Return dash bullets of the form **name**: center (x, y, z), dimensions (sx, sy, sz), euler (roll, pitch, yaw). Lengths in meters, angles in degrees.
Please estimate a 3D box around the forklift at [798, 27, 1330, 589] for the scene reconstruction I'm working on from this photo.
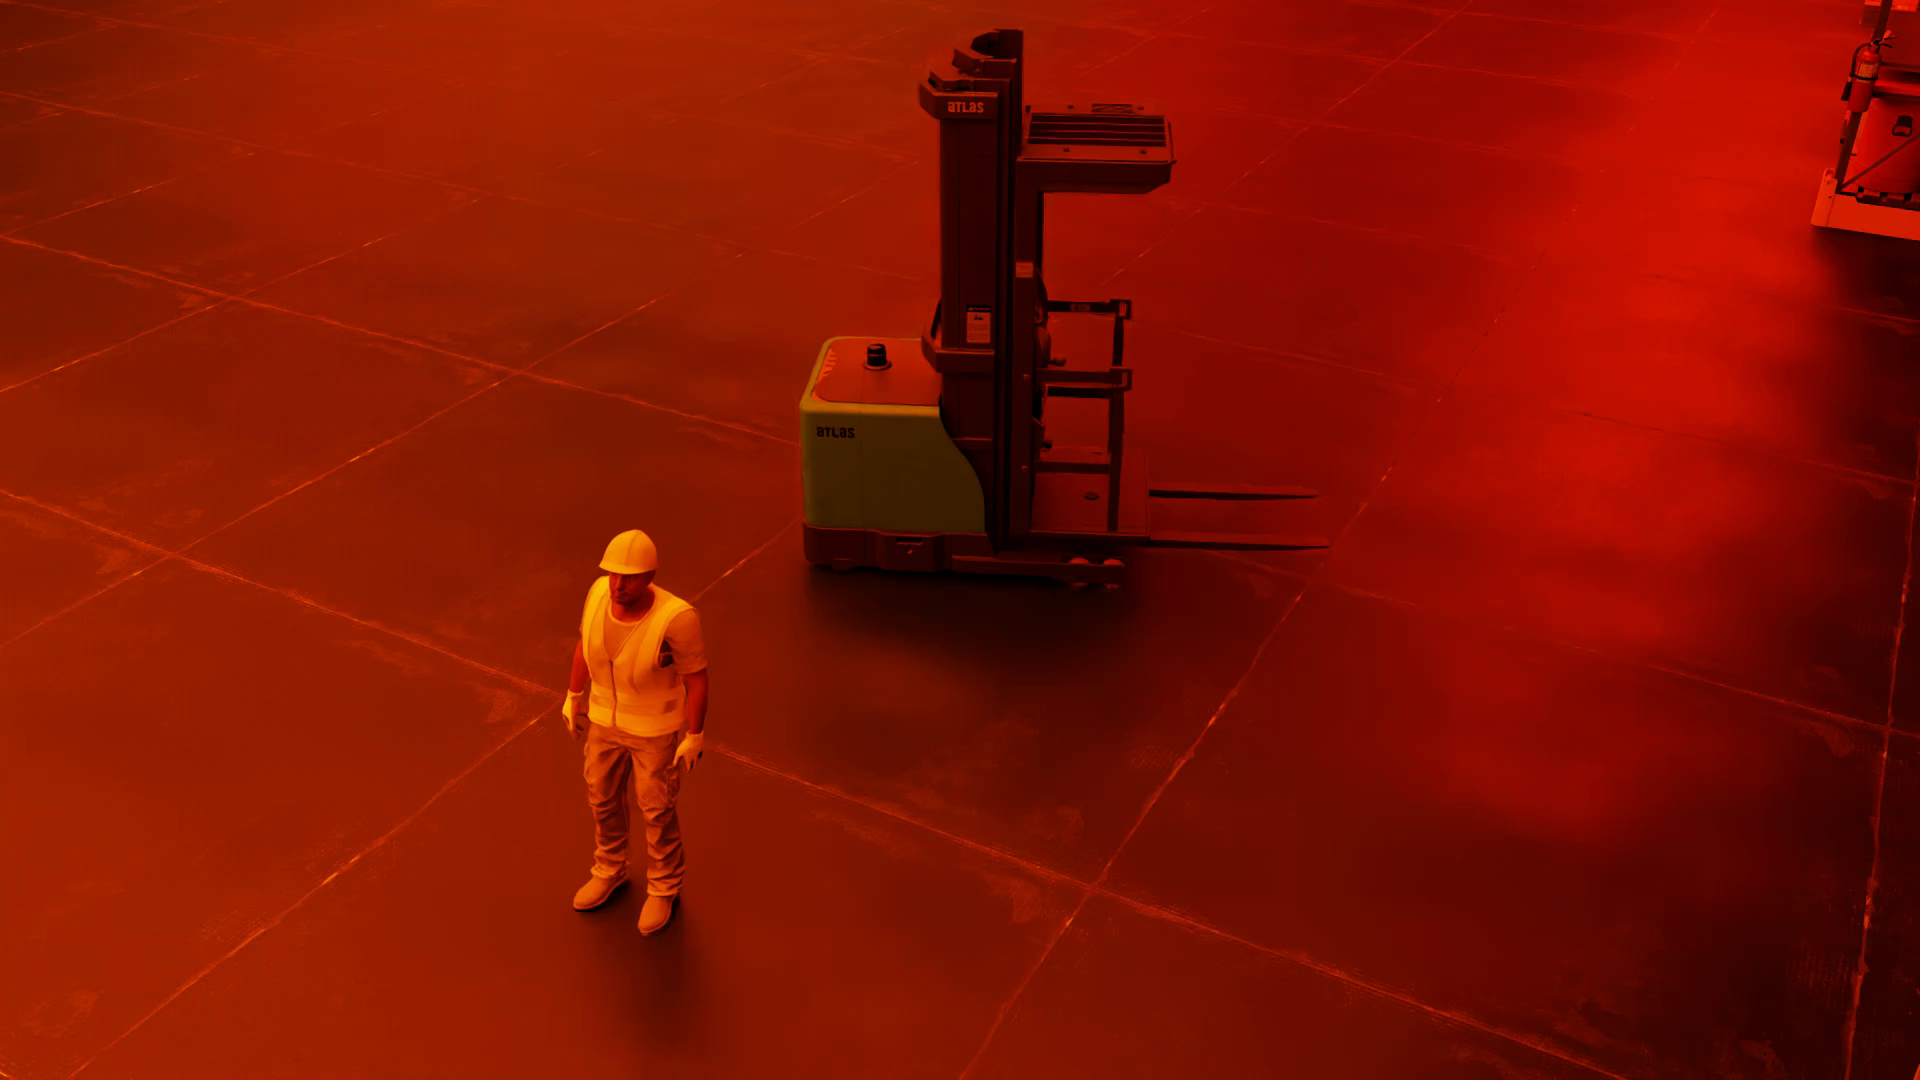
- **forklift**: center (0.635, -1.270, 9.271), dimensions (3.031, 2.935, 1.130), euler (2, 30, 4)

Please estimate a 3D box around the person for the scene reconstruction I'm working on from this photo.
- **person**: center (-1.365, 0.781, 6.873), dimensions (0.650, 1.795, 0.503), euler (13, 33, 22)
